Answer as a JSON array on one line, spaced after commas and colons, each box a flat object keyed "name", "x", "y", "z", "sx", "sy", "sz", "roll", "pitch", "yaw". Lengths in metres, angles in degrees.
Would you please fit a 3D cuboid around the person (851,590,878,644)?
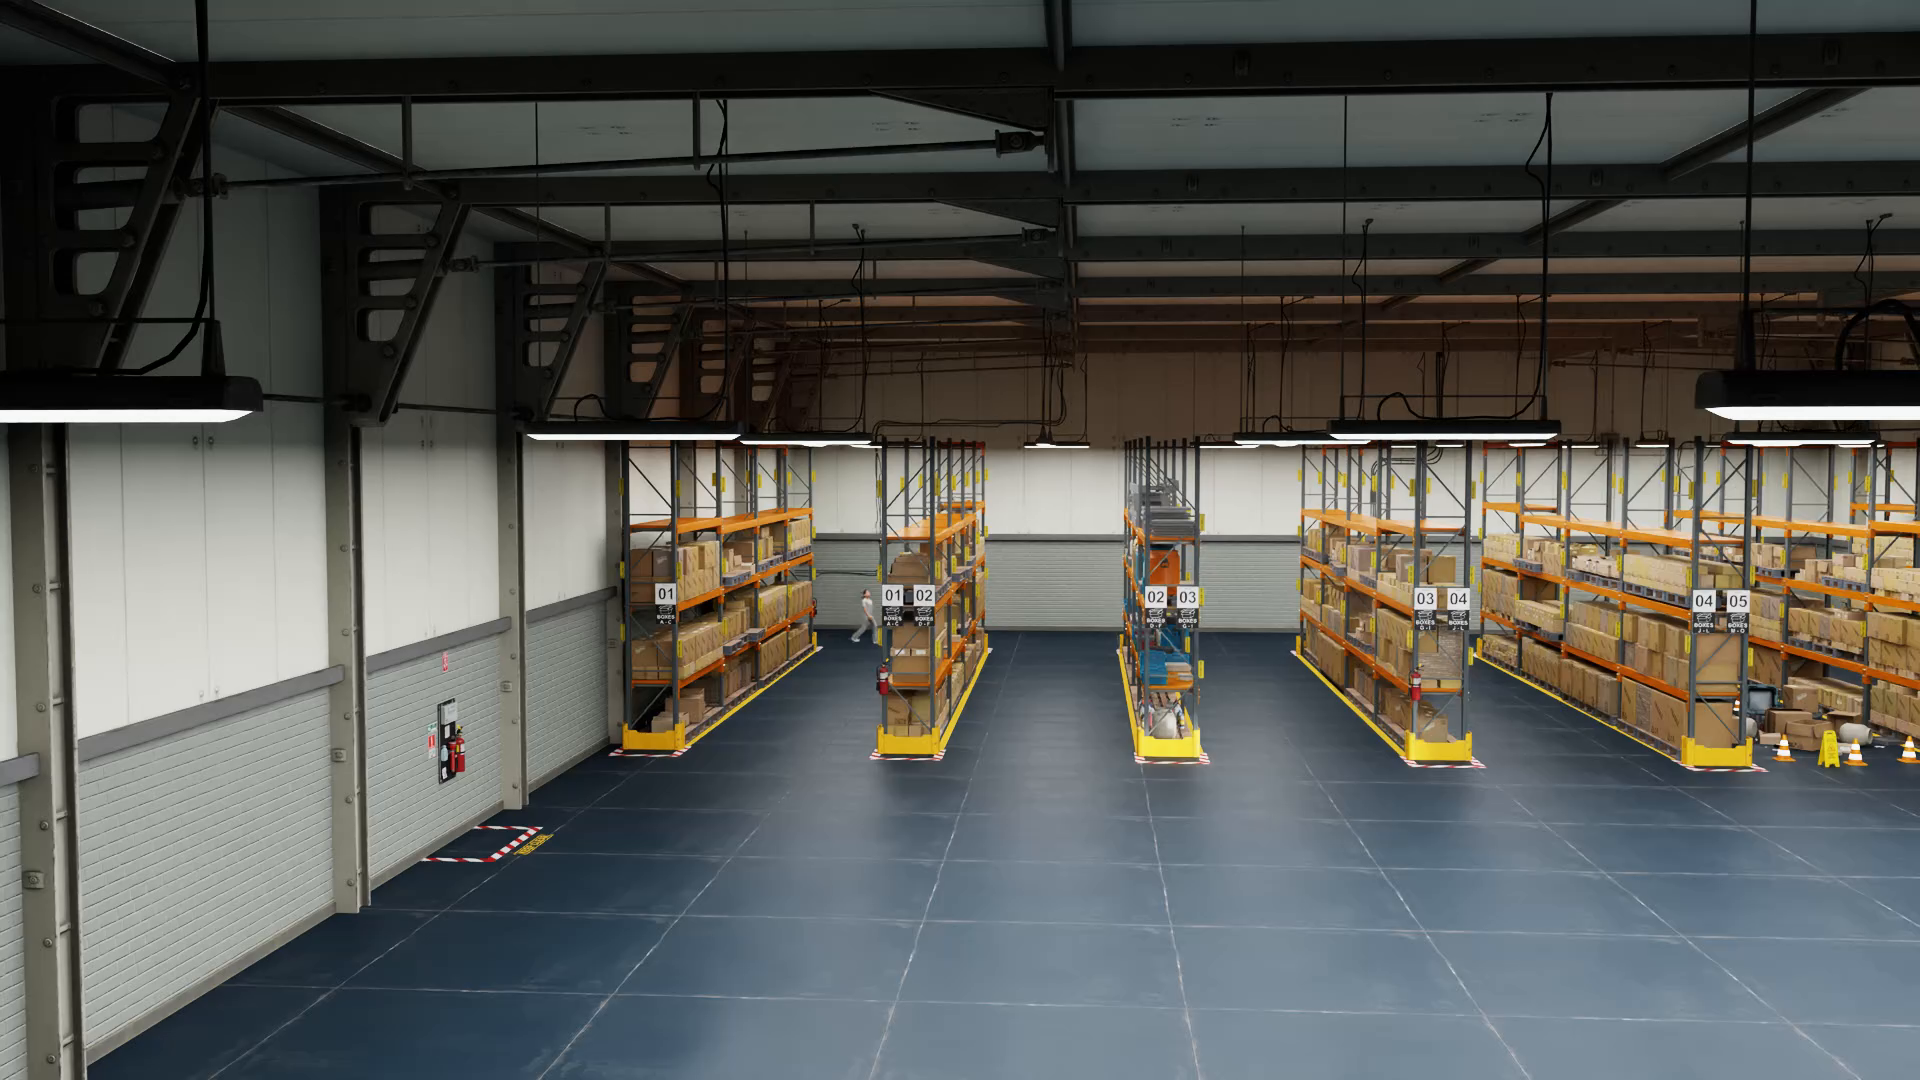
[{"name": "person", "x": -2.771, "y": 2.276, "z": 49.351, "sx": 0.959, "sy": 1.615, "sz": 0.497, "roll": 1, "pitch": 3, "yaw": 18}]
